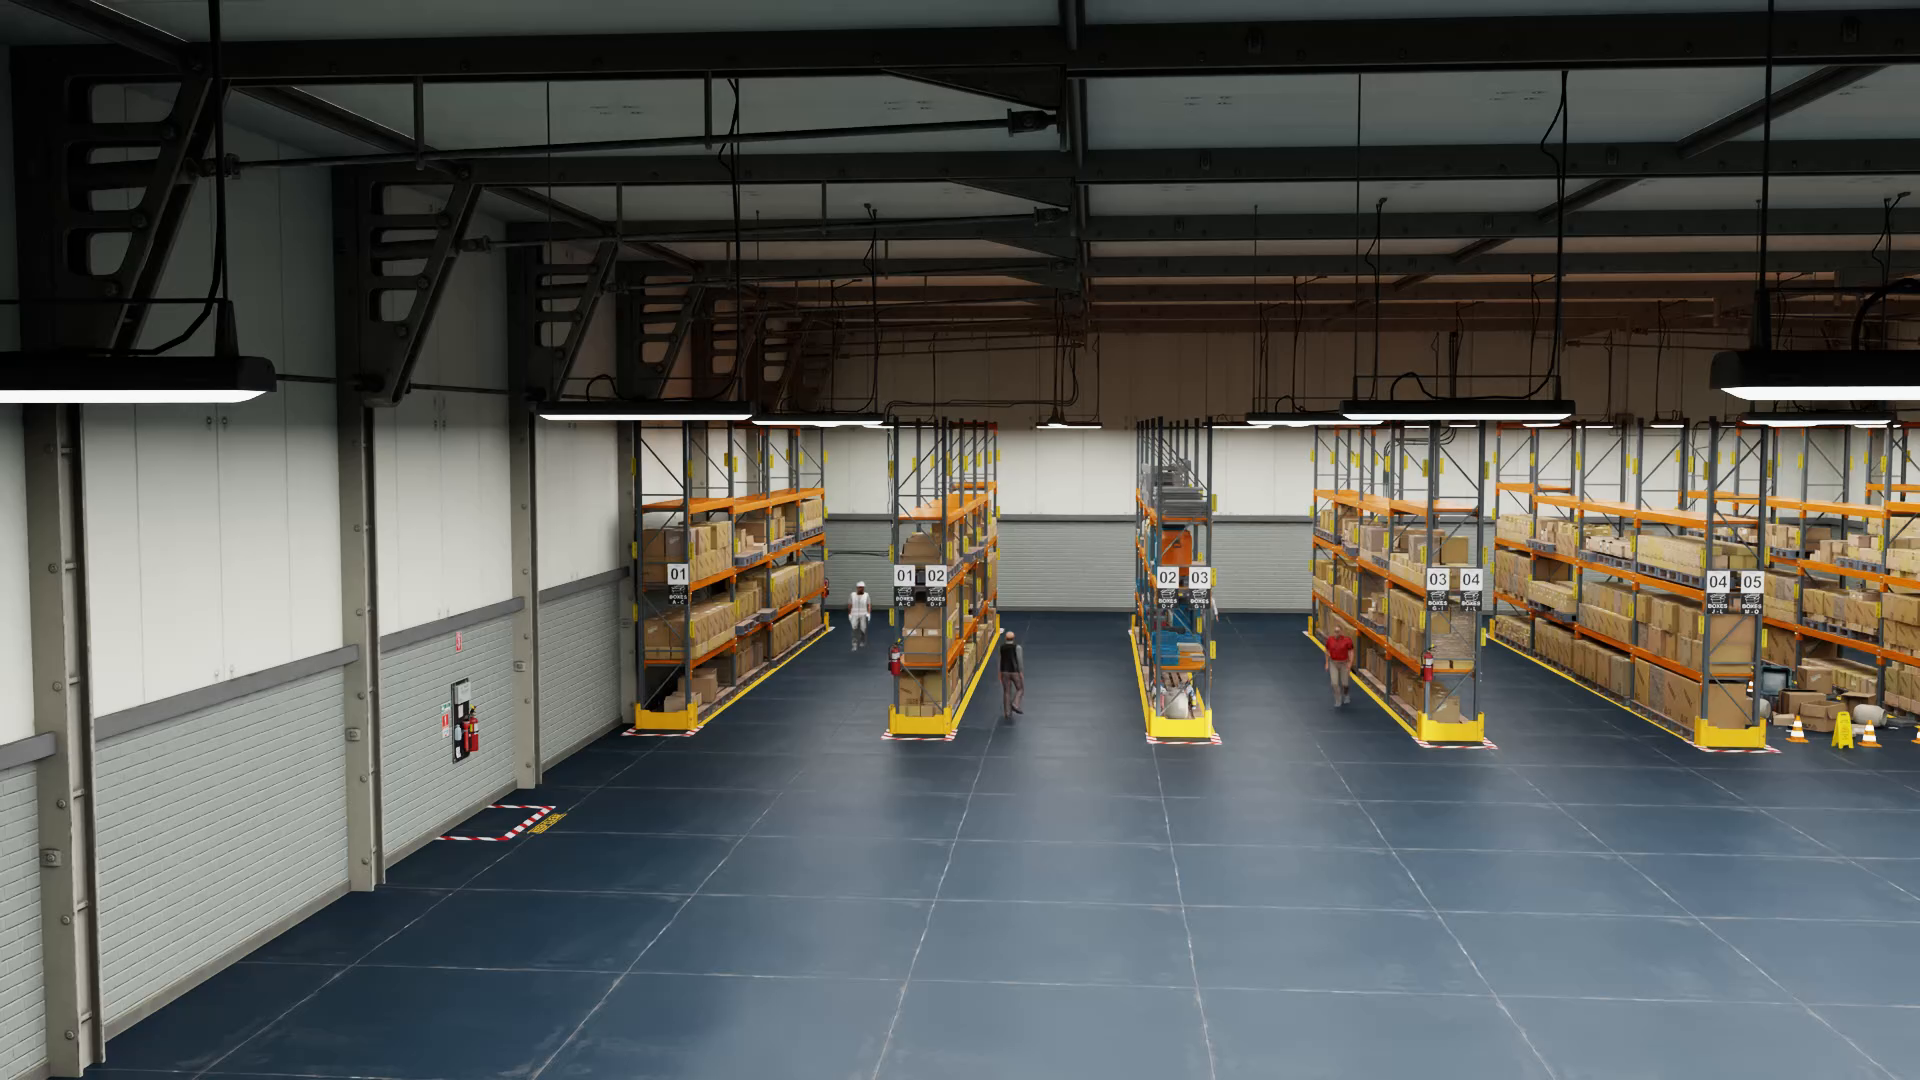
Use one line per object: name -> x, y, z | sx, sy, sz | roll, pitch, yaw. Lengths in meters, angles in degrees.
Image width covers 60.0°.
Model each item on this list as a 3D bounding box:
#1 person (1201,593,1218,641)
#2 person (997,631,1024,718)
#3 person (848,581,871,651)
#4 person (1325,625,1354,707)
person -> 6.548, 2.186, 43.787 | 0.452, 1.330, 0.888 | 0, 4, 1
person -> 1.007, 2.683, 33.277 | 0.568, 1.710, 0.464 | 1, 4, 18
person -> -2.530, 1.907, 41.885 | 0.578, 1.706, 0.681 | 0, 4, -4
person -> 7.949, 2.609, 34.754 | 0.600, 1.708, 0.625 | 1, 4, 21
